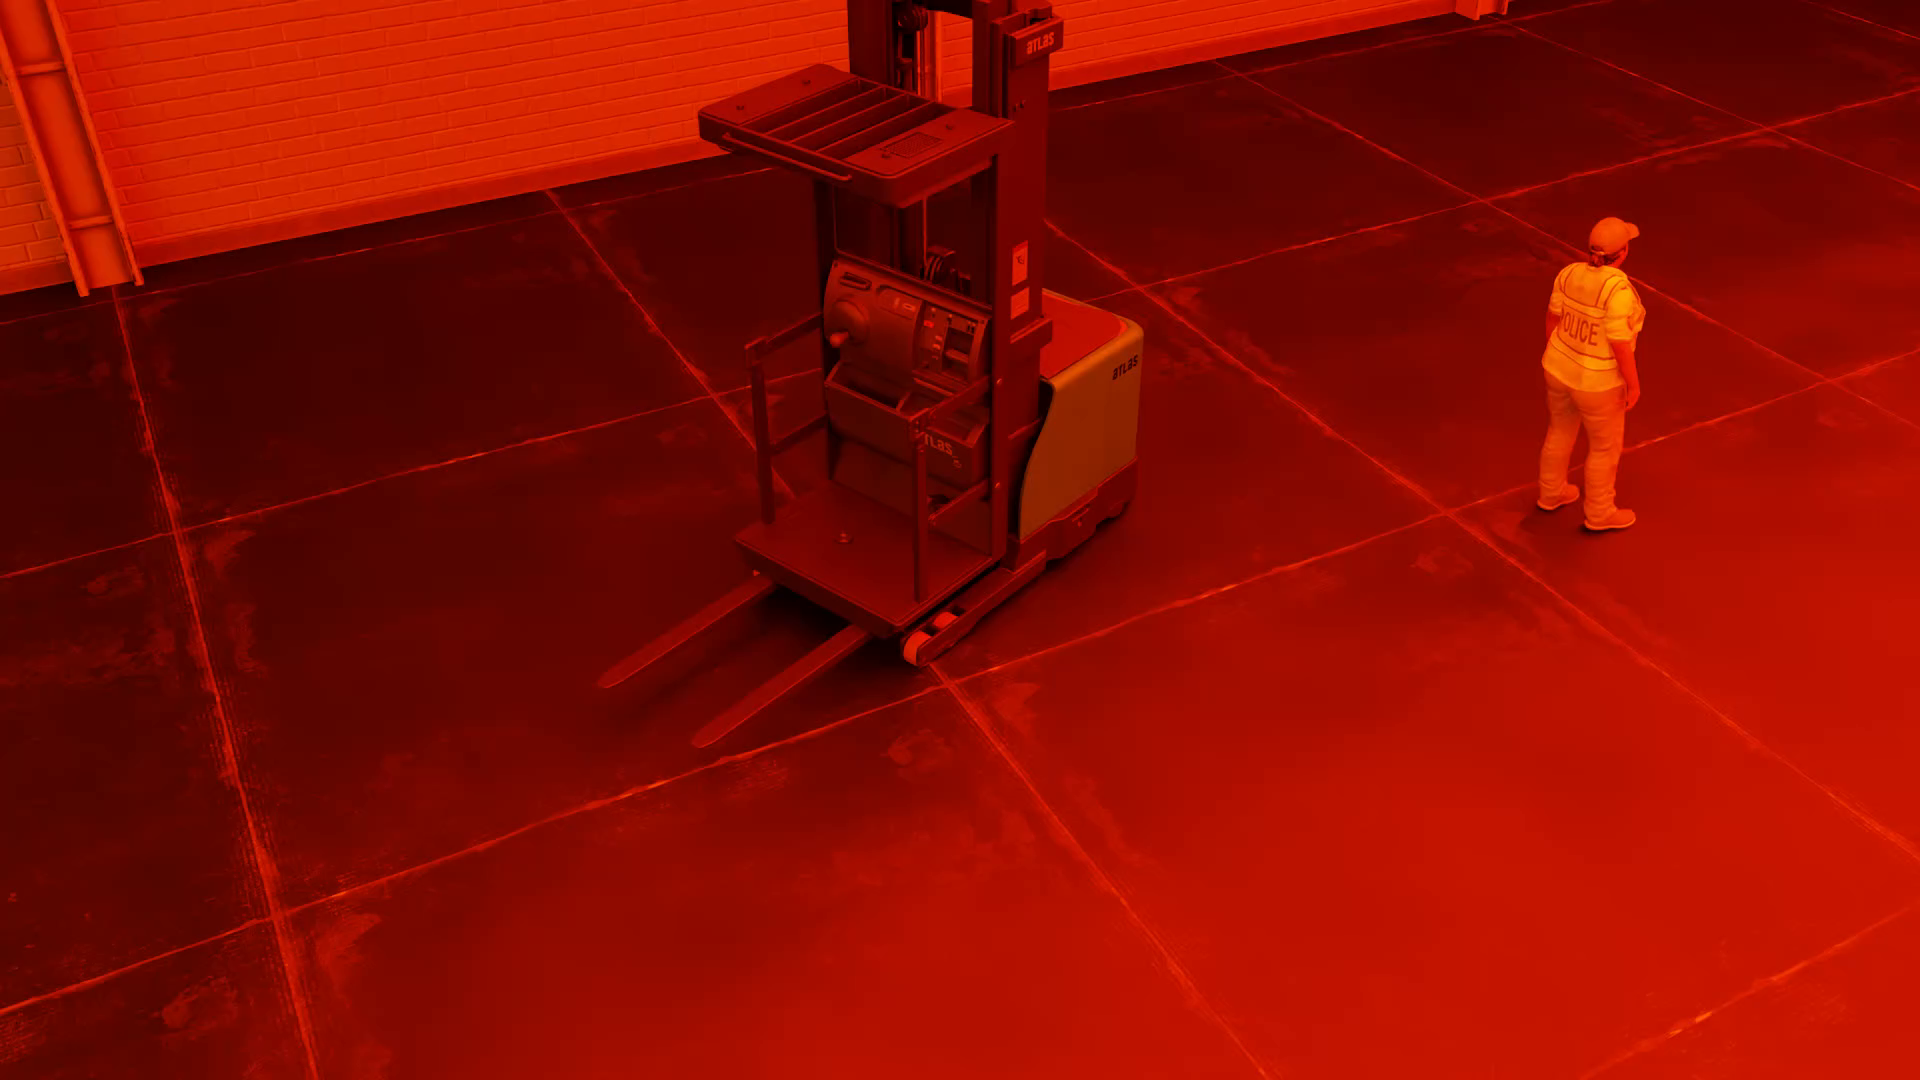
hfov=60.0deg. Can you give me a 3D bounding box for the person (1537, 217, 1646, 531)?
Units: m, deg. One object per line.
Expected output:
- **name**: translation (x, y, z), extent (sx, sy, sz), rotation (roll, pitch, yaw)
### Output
- **person**: translation (3.231, -0.847, 8.411), extent (0.516, 1.675, 0.583), rotation (-17, 39, -22)

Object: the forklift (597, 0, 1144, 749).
- **forklift**: translation (-0.390, -0.927, 7.434), extent (1.130, 2.935, 3.031), rotation (26, 43, 31)
